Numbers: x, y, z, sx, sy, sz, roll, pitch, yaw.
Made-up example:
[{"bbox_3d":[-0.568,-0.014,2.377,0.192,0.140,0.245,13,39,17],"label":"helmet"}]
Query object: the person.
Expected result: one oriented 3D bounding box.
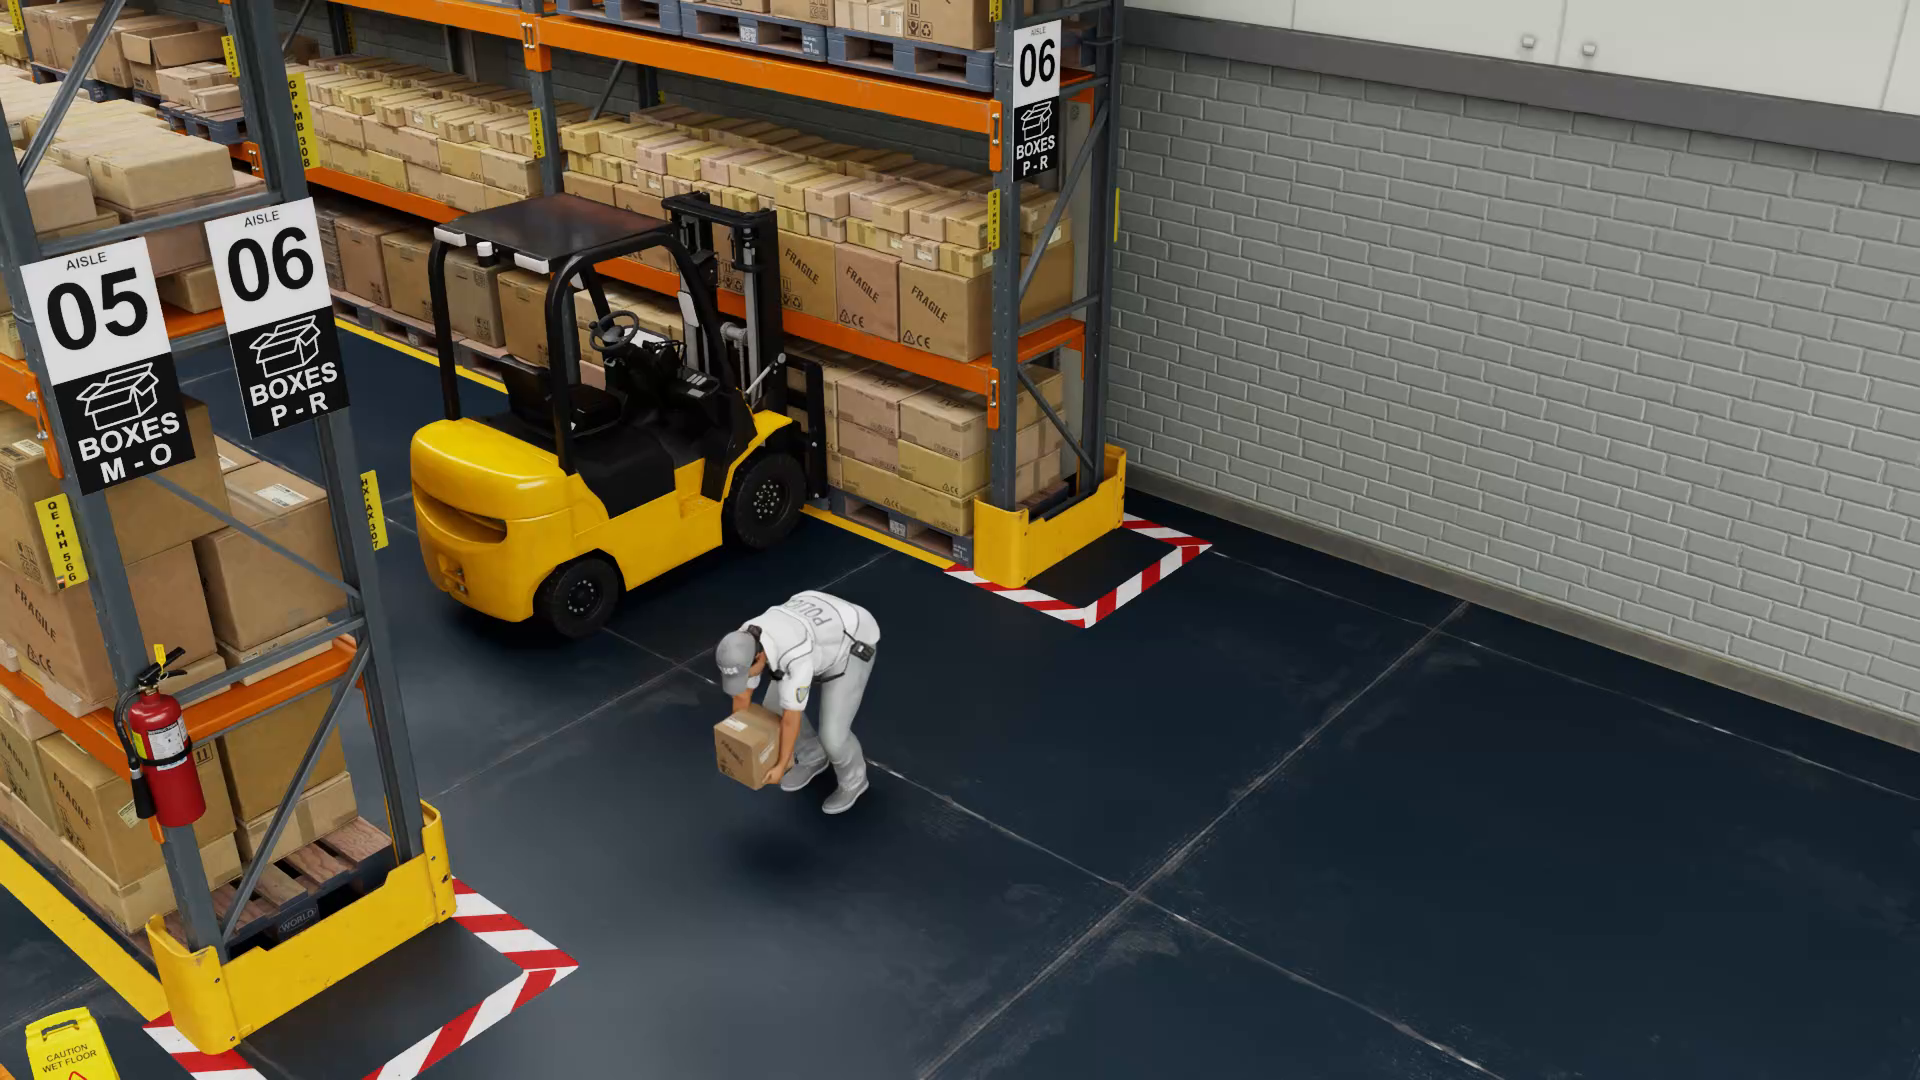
[{"bbox_3d":[-0.689,0.714,7.796,0.495,1.029,0.683,19,33,32],"label":"person"}]
